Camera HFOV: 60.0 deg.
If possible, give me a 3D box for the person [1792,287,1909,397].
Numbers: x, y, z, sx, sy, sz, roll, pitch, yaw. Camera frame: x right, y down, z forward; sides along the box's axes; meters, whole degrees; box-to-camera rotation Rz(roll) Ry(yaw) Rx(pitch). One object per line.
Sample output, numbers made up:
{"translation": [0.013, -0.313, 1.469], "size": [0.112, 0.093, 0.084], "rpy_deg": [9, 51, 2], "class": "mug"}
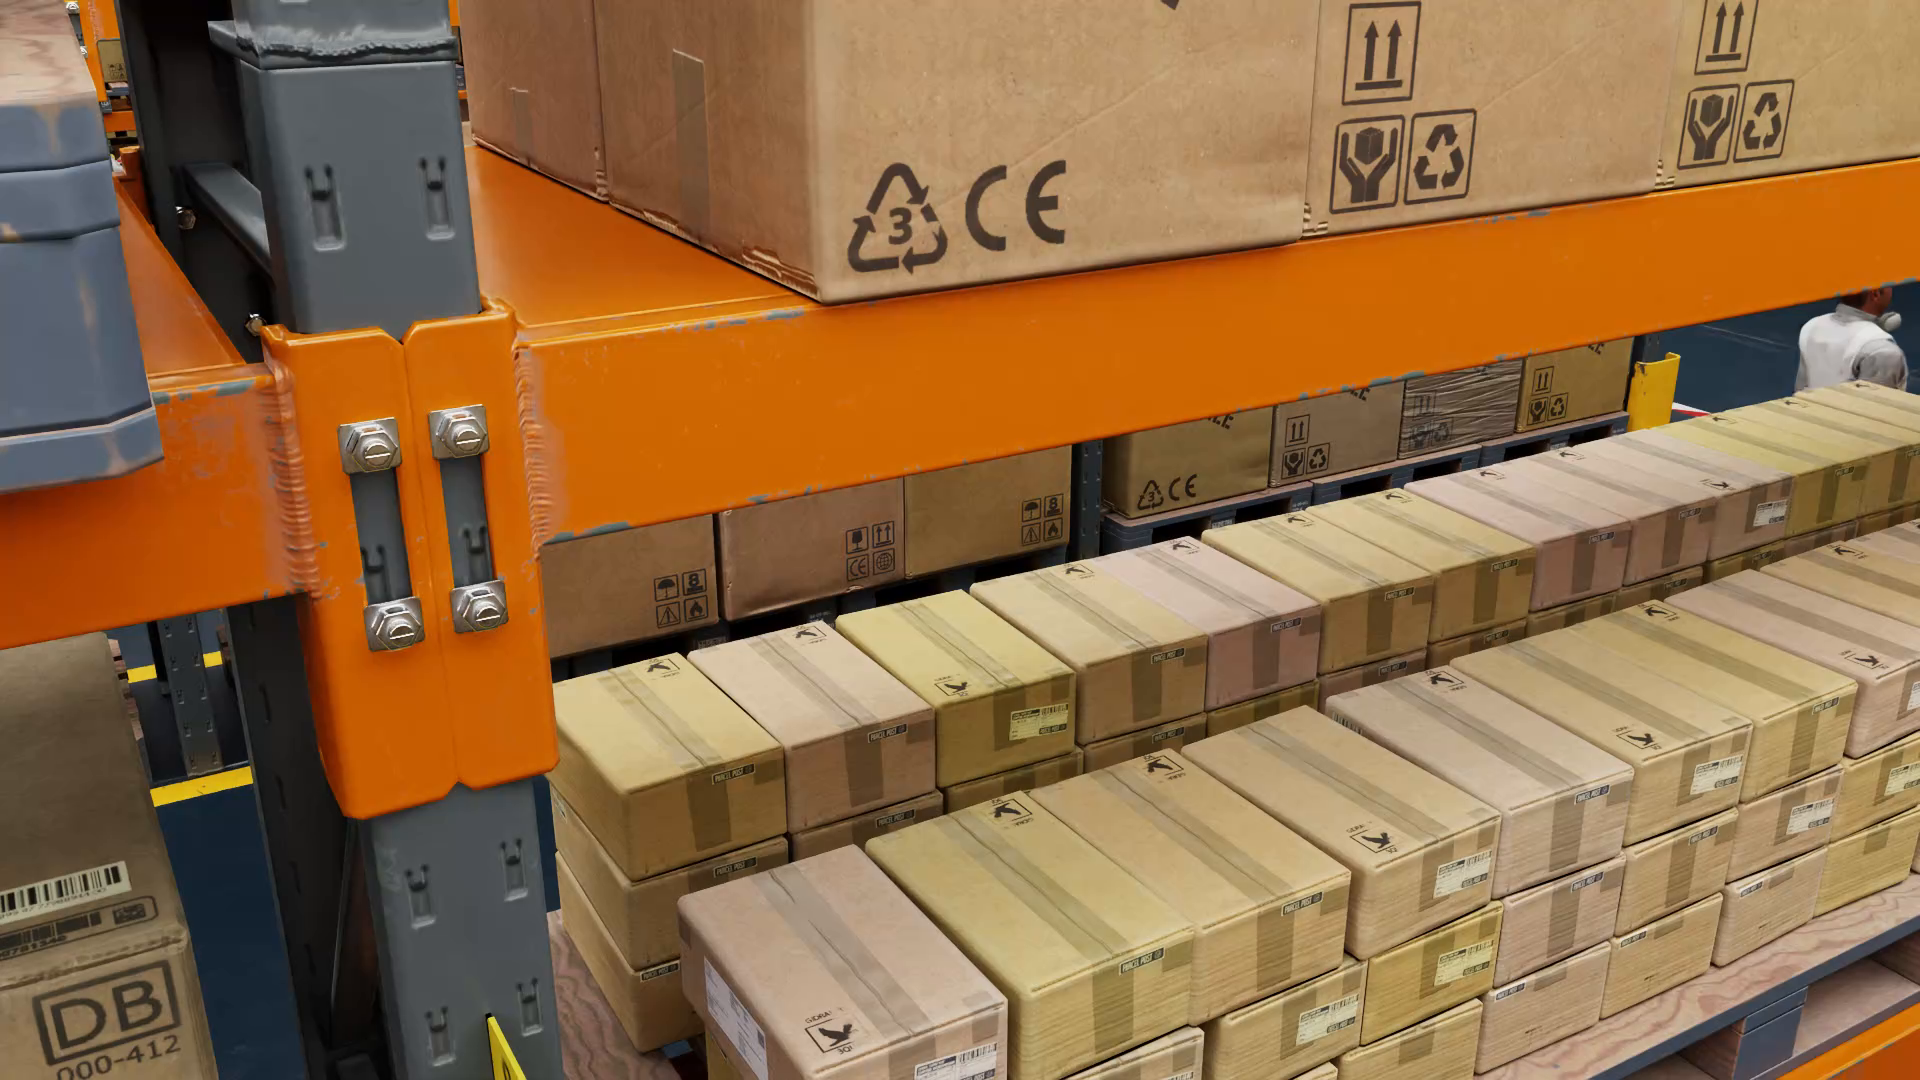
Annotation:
{"translation": [3.619, -0.347, 6.893], "size": [0.664, 1.751, 0.527], "rpy_deg": [-2, 22, -6], "class": "person"}
